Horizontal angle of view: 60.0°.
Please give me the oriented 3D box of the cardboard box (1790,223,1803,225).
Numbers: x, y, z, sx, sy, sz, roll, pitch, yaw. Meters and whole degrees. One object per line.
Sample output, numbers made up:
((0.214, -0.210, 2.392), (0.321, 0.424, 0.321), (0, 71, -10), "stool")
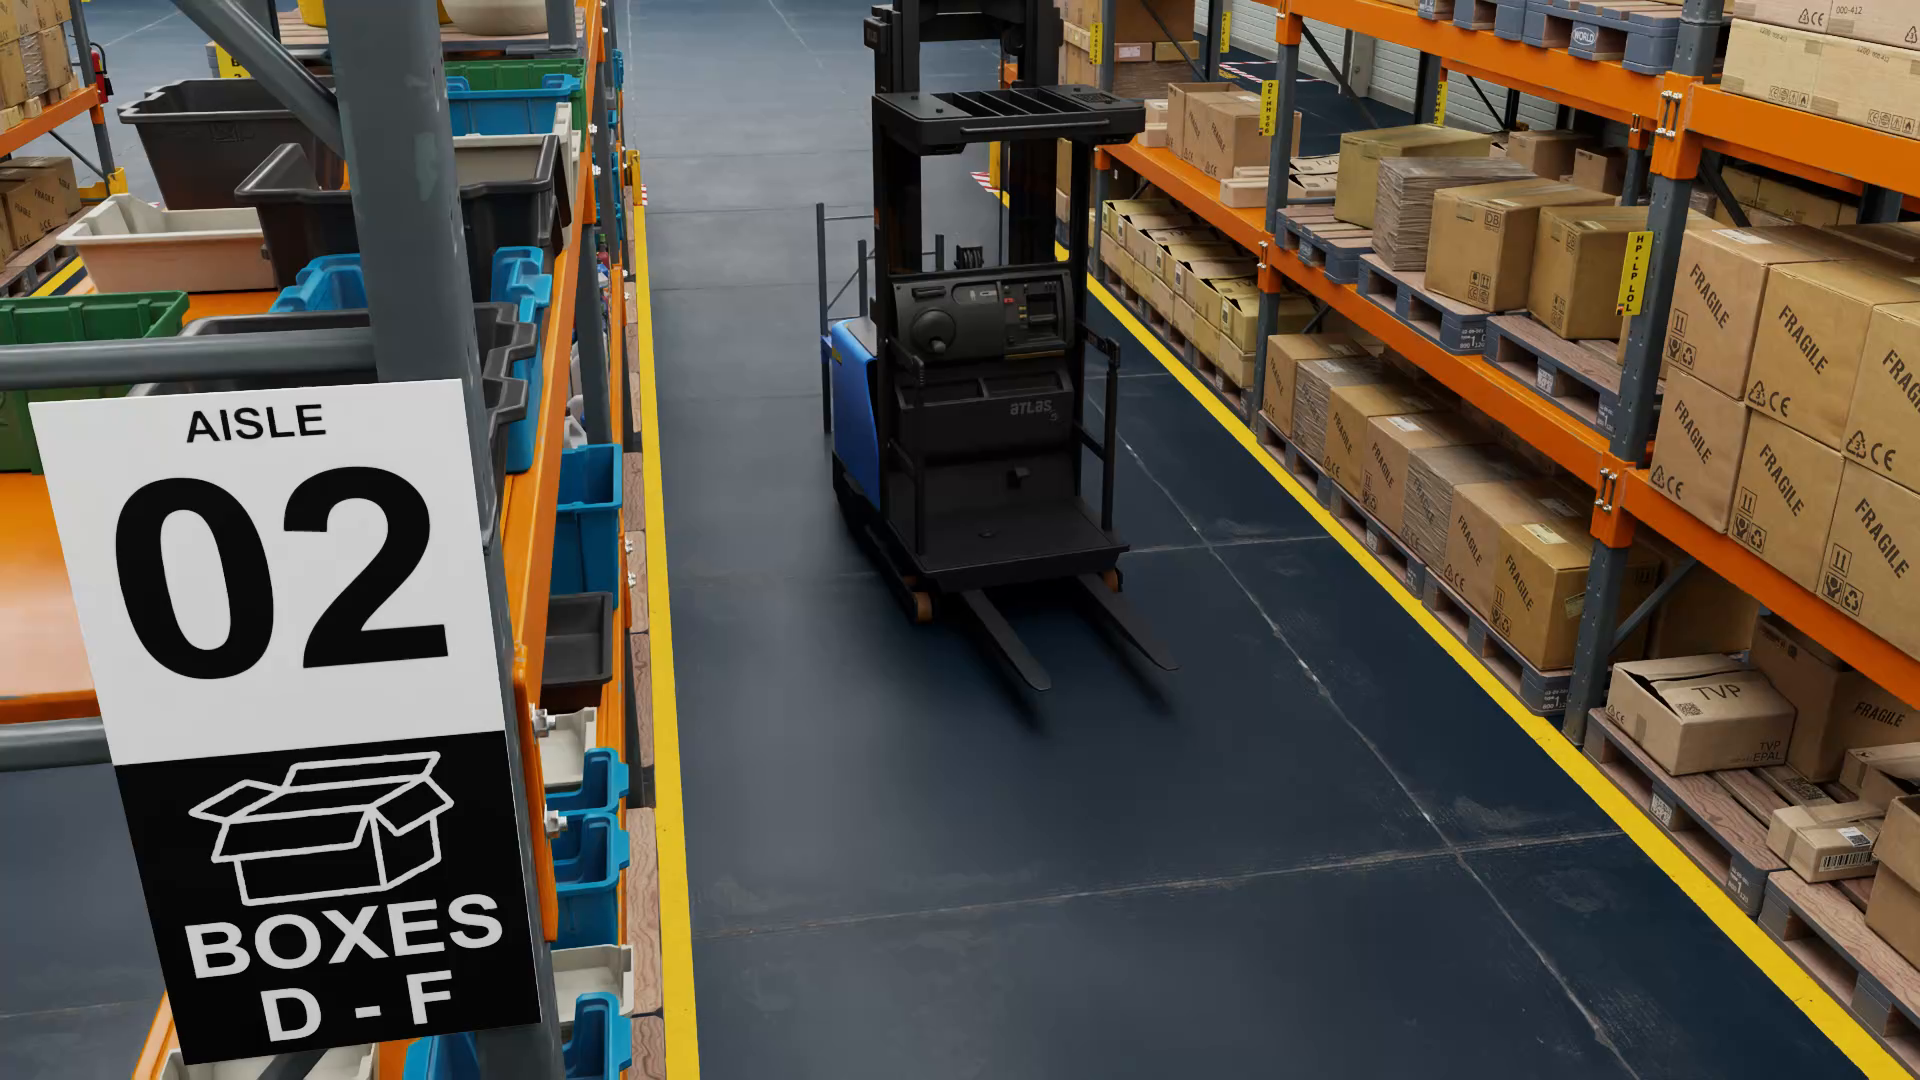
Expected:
((6.984, -2.217, 13.152), (0.700, 0.500, 0.500), (-4, 24, -10), "cardboard box")

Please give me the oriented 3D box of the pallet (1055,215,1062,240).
((1.327, -3.201, 16.316), (1.003, 0.211, 1.213), (-4, 24, -10), "pallet")

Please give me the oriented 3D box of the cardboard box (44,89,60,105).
((-8.385, -4.020, 15.020), (0.380, 0.149, 0.250), (-4, 24, -10), "cardboard box")

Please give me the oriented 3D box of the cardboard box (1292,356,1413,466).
((2.307, -0.759, 9.814), (0.500, 0.500, 0.500), (-5, 24, -12), "cardboard box")

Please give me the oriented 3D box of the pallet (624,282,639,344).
((-3.024, -1.733, 12.955), (1.003, 0.211, 1.213), (-4, 24, -10), "pallet")

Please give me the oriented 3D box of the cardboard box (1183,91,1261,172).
((1.978, -3.021, 12.294), (0.500, 0.500, 0.500), (-4, 24, -10), "cardboard box")

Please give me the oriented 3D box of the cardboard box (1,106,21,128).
((-8.109, -3.531, 13.902), (0.380, 0.149, 0.250), (-4, 24, -10), "cardboard box")

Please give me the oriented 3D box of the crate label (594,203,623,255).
((-2.177, -1.861, 9.972), (0.303, 0.233, 0.416), (-4, 24, -10), "crate label")

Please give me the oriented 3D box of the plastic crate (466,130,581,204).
((-1.119, -0.952, 4.264), (0.293, 0.136, 0.466), (-4, 24, -10), "plastic crate")

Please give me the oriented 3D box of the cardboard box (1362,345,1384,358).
((2.593, -1.269, 11.319), (0.500, 0.250, 0.500), (-4, 24, -10), "cardboard box")

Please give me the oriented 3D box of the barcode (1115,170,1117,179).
((1.300, -3.047, 13.853), (0.001, 0.075, 0.075), (-4, 24, -10), "barcode")

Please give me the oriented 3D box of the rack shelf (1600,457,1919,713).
((3.511, 0.581, 5.071), (1.077, 0.370, 4.000), (-4, 24, -10), "rack shelf")

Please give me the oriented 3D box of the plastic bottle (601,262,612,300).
((-1.927, -1.388, 8.928), (0.097, 0.201, 0.097), (0, 24, 0), "plastic bottle")

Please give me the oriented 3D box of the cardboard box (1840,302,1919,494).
((3.142, -0.428, 5.109), (0.500, 0.500, 0.500), (-5, 24, -11), "cardboard box")

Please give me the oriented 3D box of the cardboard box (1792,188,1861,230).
((6.941, -2.587, 13.062), (0.500, 0.250, 0.500), (-4, 24, -10), "cardboard box")

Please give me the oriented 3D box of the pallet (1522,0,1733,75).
((3.089, -2.086, 6.765), (1.213, 0.211, 1.003), (-4, 24, -10), "pallet")

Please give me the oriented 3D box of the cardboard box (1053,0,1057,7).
((1.202, -5.286, 15.859), (0.700, 0.500, 0.500), (-4, 24, -10), "cardboard box")

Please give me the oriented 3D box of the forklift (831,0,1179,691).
((0.192, -1.105, 8.118), (1.130, 2.935, 3.031), (-7, 25, -16), "forklift")

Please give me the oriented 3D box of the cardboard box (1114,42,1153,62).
((1.401, -4.117, 13.992), (0.380, 0.149, 0.250), (-4, 24, -10), "cardboard box")

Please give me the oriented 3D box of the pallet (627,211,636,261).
((-3.519, -2.787, 15.369), (1.003, 0.211, 1.213), (-4, 24, -10), "pallet")

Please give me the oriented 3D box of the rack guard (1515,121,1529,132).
((5.804, -4.448, 18.811), (1.175, 0.500, 0.348), (-4, 24, -10), "rack guard")

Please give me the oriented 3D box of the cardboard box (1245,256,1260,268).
((2.395, -1.933, 12.138), (0.500, 0.311, 0.500), (-5, 24, -11), "cardboard box")

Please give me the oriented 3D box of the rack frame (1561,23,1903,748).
((3.141, -0.536, 6.729), (1.000, 3.000, 0.127), (-4, 24, -10), "rack frame")

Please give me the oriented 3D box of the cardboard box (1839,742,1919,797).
((3.653, 0.915, 6.419), (0.380, 0.149, 0.250), (-4, 24, -10), "cardboard box")

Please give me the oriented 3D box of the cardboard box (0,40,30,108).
((-8.398, -3.903, 13.941), (0.875, 0.500, 0.500), (-4, 24, -10), "cardboard box")

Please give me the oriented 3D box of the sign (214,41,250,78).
((-2.269, -1.509, 5.199), (0.100, 0.325, 0.005), (-4, 24, -10), "sign")

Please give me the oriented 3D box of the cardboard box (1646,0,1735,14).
((3.120, -2.398, 6.470), (0.600, 0.600, 0.600), (-7, 24, -15), "cardboard box")

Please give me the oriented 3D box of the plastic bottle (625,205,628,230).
((-3.096, -2.968, 15.057), (0.144, 0.351, 0.185), (-3, 24, -8), "plastic bottle")

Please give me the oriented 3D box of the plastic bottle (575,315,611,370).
((-1.715, -0.953, 7.747), (0.144, 0.351, 0.185), (-4, 24, -10), "plastic bottle")

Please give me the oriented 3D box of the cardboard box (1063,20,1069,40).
((1.115, -4.720, 15.375), (0.380, 0.149, 0.250), (-4, 24, -8), "cardboard box")

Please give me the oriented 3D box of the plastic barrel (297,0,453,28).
((-2.096, -2.168, 5.958), (0.600, 0.588, 0.600), (0, 24, 0), "plastic barrel")

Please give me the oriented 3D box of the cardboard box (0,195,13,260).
((-8.415, -2.621, 14.102), (0.500, 0.500, 0.500), (-6, 24, -14), "cardboard box")

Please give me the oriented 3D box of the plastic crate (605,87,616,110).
((-2.817, -3.179, 12.700), (0.402, 0.464, 0.583), (-4, 24, -10), "plastic crate")

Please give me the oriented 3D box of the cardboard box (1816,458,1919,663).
((3.155, 0.037, 5.292), (0.500, 0.500, 0.500), (-4, 24, -10), "cardboard box")

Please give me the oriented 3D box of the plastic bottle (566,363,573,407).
((-1.760, -0.677, 7.207), (0.152, 0.276, 0.135), (-4, 24, -10), "plastic bottle")

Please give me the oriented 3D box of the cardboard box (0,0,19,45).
((-8.197, -4.376, 13.776), (0.500, 0.500, 0.500), (-4, 24, -10), "cardboard box")

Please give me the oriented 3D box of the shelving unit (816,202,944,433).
((-0.491, -1.228, 10.187), (0.538, 1.500, 1.048), (-7, 25, -16), "shelving unit")

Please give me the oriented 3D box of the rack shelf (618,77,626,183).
((-3.577, -3.774, 15.043), (1.077, 0.370, 4.000), (-4, 24, -10), "rack shelf")

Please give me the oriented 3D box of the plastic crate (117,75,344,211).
((-1.768, -0.976, 4.153), (0.497, 0.269, 0.590), (-4, 24, -10), "plastic crate")

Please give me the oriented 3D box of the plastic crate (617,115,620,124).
((-3.179, -3.504, 13.603), (0.767, 0.338, 0.504), (-4, 24, -10), "plastic crate")

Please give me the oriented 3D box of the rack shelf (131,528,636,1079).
((-1.358, 0.946, 4.235), (1.077, 0.370, 4.000), (-4, 24, -10), "rack shelf")

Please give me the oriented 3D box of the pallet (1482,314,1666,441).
((3.100, -0.770, 7.505), (1.003, 0.211, 1.213), (-4, 24, -10), "pallet")

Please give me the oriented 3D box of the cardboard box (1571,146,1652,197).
((6.298, -3.512, 16.117), (0.500, 0.500, 0.500), (-6, 24, -14), "cardboard box")

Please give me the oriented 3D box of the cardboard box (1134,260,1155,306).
((1.684, -2.033, 13.068), (0.500, 0.250, 0.500), (-5, 24, -11), "cardboard box")

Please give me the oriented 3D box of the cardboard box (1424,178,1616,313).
((2.753, -1.464, 8.205), (0.700, 0.500, 0.500), (-11, 26, -23), "cardboard box")

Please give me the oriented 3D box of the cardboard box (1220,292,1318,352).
((2.062, -1.486, 11.115), (0.500, 0.311, 0.500), (-4, 24, -8), "cardboard box")

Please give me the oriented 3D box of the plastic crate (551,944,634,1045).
((-0.814, 0.976, 3.523), (0.250, 0.136, 0.298), (-4, 24, -10), "plastic crate")

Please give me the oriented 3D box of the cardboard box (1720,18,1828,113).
((2.988, -1.632, 5.678), (0.500, 0.250, 0.500), (-4, 24, -10), "cardboard box")

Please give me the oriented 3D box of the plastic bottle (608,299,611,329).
((-1.819, -1.158, 8.402), (0.097, 0.201, 0.097), (0, 24, 0), "plastic bottle")

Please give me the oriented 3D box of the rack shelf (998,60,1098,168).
((1.292, -4.139, 15.879), (1.077, 0.370, 4.000), (-4, 24, -10), "rack shelf")

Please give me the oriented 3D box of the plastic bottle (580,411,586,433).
((-1.458, -0.422, 6.630), (0.097, 0.271, 0.097), (0, 24, 0), "plastic bottle")

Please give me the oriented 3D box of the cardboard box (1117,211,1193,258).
((1.581, -2.493, 13.421), (0.500, 0.311, 0.500), (-5, 24, -10), "cardboard box")

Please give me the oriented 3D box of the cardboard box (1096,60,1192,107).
((1.573, -3.902, 14.312), (0.700, 0.500, 0.500), (-5, 24, -11), "cardboard box")

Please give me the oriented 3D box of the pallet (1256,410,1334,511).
((2.502, -0.535, 10.210), (1.003, 0.211, 1.213), (-4, 24, -10), "pallet")

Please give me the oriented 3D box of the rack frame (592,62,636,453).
((-2.467, -1.744, 9.495), (1.000, 3.000, 0.127), (-4, 24, -10), "rack frame")

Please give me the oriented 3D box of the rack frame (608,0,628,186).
((-3.947, -4.891, 16.700), (1.000, 3.000, 0.127), (-4, 24, -10), "rack frame")

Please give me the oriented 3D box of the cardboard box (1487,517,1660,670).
((2.768, 0.235, 7.537), (0.500, 0.500, 0.500), (-4, 24, -10), "cardboard box")

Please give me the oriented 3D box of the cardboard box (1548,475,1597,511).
((3.181, -0.009, 8.096), (0.500, 0.500, 0.500), (-4, 24, -9), "cardboard box")

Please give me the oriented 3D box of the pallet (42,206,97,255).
((-8.685, -2.894, 15.613), (1.003, 0.211, 1.213), (-4, 24, -10), "pallet")
